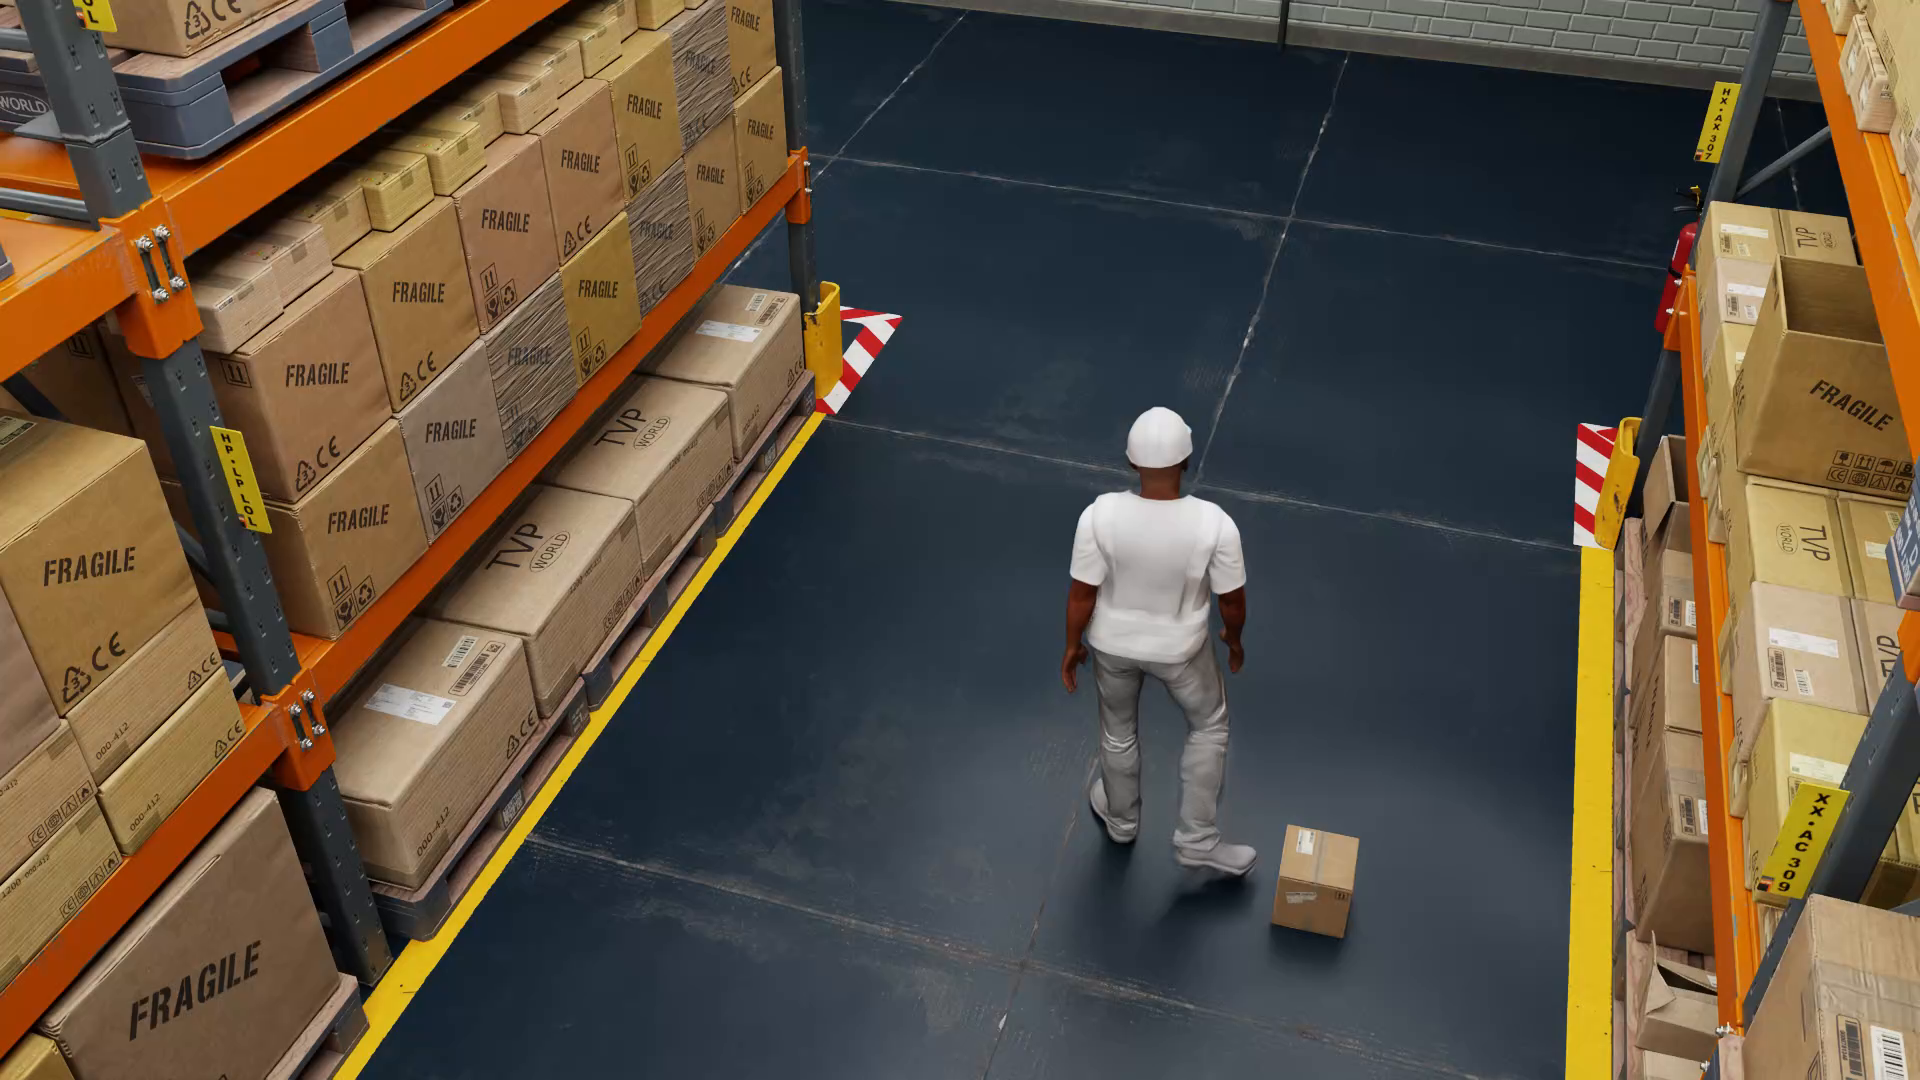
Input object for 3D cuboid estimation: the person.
[{"bbox_3d":[0.721,0.380,5.611,0.746,1.759,0.528,7,37,9],"label":"person"}]
